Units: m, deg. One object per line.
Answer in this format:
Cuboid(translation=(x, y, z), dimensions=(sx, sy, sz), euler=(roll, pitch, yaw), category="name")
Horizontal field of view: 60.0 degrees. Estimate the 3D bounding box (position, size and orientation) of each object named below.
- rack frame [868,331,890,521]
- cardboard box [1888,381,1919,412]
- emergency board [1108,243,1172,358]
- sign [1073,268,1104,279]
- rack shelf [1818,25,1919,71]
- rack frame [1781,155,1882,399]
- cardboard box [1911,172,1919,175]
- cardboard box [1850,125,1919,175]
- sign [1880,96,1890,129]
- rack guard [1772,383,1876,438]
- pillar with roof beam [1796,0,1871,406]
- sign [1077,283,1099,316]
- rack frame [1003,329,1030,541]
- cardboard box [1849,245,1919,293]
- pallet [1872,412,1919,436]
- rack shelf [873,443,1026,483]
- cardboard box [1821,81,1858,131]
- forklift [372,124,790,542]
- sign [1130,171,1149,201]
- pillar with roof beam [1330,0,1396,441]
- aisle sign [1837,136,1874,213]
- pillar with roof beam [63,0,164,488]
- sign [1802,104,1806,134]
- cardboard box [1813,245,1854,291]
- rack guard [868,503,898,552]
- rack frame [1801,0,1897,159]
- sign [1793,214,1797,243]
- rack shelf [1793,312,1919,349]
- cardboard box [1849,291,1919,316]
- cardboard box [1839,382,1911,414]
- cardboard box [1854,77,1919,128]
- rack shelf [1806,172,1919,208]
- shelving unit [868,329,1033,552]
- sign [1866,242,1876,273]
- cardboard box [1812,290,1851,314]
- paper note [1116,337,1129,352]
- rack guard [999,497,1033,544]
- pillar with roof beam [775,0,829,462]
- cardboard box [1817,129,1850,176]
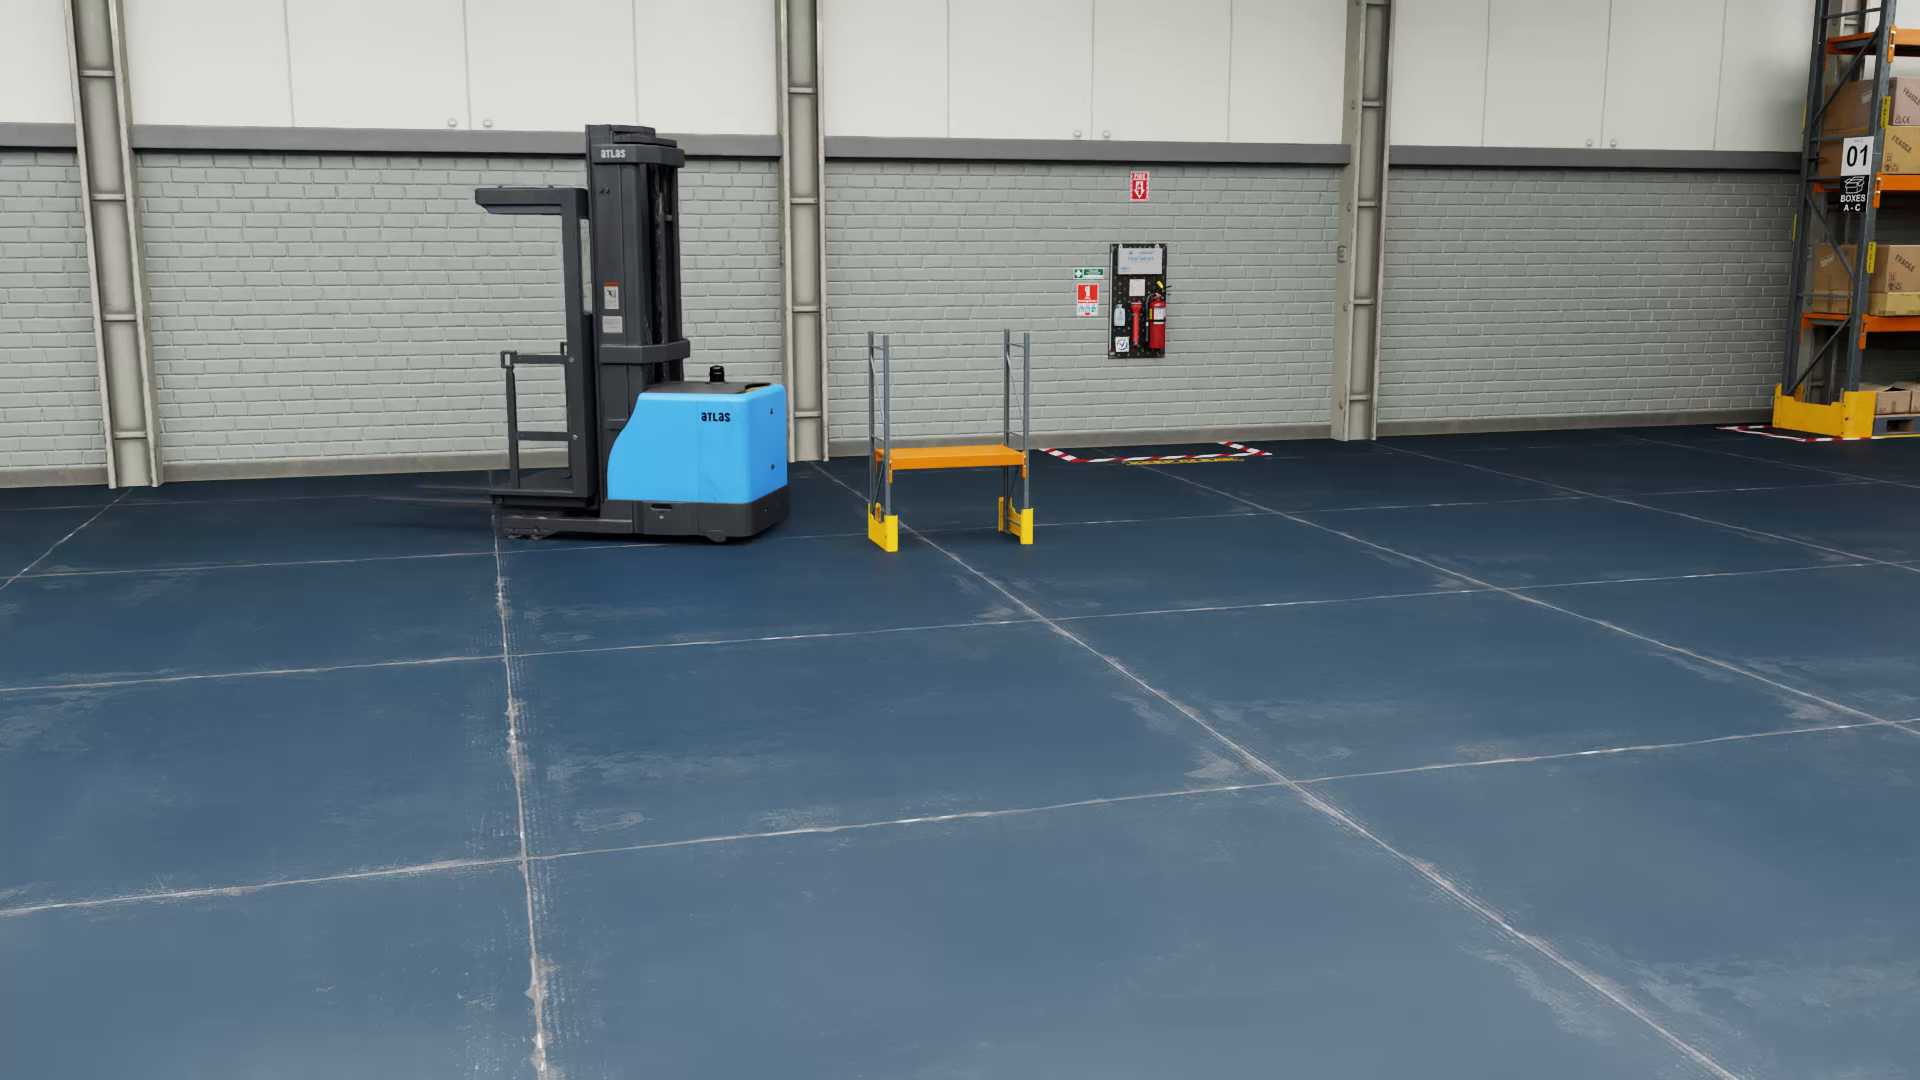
Cuboid(translation=(-0.570, -0.708, 11.748), dimensions=(0.032, 1.500, 0.500), euler=(-3, 11, -16), category="rack frame")
Cuboid(translation=(10.817, -1.630, 18.825), dimensions=(0.500, 0.311, 0.500), euler=(-2, 11, -11), category="cardboard box")
Cuboid(translation=(1.866, -2.451, 17.076), dimensions=(0.643, 1.169, 0.194), euler=(-3, 11, -16), category="emergency board")
Cuboid(translation=(1.314, -2.718, 16.963), dimensions=(0.331, 0.109, 0.001), euler=(-3, 11, -16), category="sign")
Cuboid(translation=(11.501, -5.384, 18.431), dimensions=(4.000, 0.370, 1.077), euler=(-3, 11, -16), category="rack shelf")
Cuboid(translation=(9.580, -2.687, 18.359), dimensions=(0.127, 3.000, 1.000), euler=(-3, 11, -16), category="rack frame")
Cuboid(translation=(10.497, -4.216, 18.047), dimensions=(0.500, 0.500, 0.500), euler=(-2, 11, -12), category="cardboard box")
Cuboid(translation=(9.971, -4.195, 17.933), dimensions=(0.500, 0.500, 0.500), euler=(-3, 11, -14), category="cardboard box")
Cuboid(translation=(9.732, -4.498, 17.496), dimensions=(0.005, 0.325, 0.100), euler=(-3, 11, -16), category="sign")
Cuboid(translation=(9.653, -1.462, 18.607), dimensions=(0.348, 0.500, 1.175), euler=(-3, 11, -16), category="rack guard")
Cuboid(translation=(11.214, -5.075, 14.760), dimensions=(0.400, 9.000, 9.100), euler=(-3, 11, -16), category="pillar with roof beam")
Cuboid(translation=(1.307, -2.459, 17.018), dimensions=(0.234, 0.329, 0.001), euler=(-3, 11, -16), category="sign")
Cuboid(translation=(0.406, -0.759, 12.027), dimensions=(0.032, 1.500, 0.500), euler=(-3, 11, -16), category="rack frame")
Cuboid(translation=(10.123, -2.964, 18.151), dimensions=(0.500, 0.500, 0.500), euler=(-3, 11, -16), category="cardboard box")
Cuboid(translation=(10.443, -1.355, 18.823), dimensions=(1.213, 0.211, 1.003), euler=(-3, 11, -16), category="pallet")
Cuboid(translation=(-0.082, -0.556, 11.920), dimensions=(1.000, 0.185, 0.538), euler=(-3, 11, -16), category="rack shelf")
Cuboid(translation=(9.921, -4.781, 18.352), dimensions=(0.500, 0.500, 0.500), euler=(-3, 11, -13), category="cardboard box")
Cuboid(translation=(-2.867, -1.536, 12.293), dimensions=(3.031, 2.935, 1.130), euler=(2, 11, 11), category="forklift")
Cuboid(translation=(1.831, -3.608, 16.958), dimensions=(0.199, 0.298, 0.001), euler=(-3, 11, -16), category="sign")
Cuboid(translation=(5.453, -4.772, 13.111), dimensions=(0.400, 9.000, 9.100), euler=(-3, 11, -16), category="pillar with roof beam")
Cuboid(translation=(9.595, -3.910, 17.821), dimensions=(0.004, 0.787, 0.394), euler=(-3, 11, -16), category="aisle sign")
Cuboid(translation=(-6.069, -4.164, 9.812), dimensions=(0.400, 9.000, 9.100), euler=(-3, 11, -16), category="pillar with roof beam")
Cuboid(translation=(9.444, -4.696, 18.537), dimensions=(0.005, 0.325, 0.100), euler=(-3, 11, -16), category="sign")
Cuboid(translation=(9.974, -3.053, 18.634), dimensions=(0.500, 0.500, 0.500), euler=(-3, 11, -17), category="cardboard box")
Cuboid(translation=(-0.551, -0.094, 11.866), dimensions=(0.087, 0.250, 0.587), euler=(-3, 11, -16), category="rack guard")
Cuboid(translation=(9.580, -5.638, 17.816), dimensions=(0.127, 3.000, 1.000), euler=(-3, 11, -16), category="rack frame")
Cuboid(translation=(9.444, -3.510, 18.756), dimensions=(0.005, 0.325, 0.100), euler=(-3, 11, -16), category="sign")
Cuboid(translation=(11.501, -2.435, 18.974), dimensions=(4.000, 0.370, 1.077), euler=(-3, 11, -16), category="rack shelf")
Cuboid(translation=(10.138, -2.593, 18.205), dimensions=(0.500, 0.250, 0.500), euler=(-3, 11, -18), category="cardboard box")
Cuboid(translation=(10.270, -1.601, 18.668), dimensions=(0.500, 0.311, 0.500), euler=(-4, 11, -22), category="cardboard box")
Cuboid(translation=(10.018, -4.691, 17.863), dimensions=(0.500, 0.500, 0.500), euler=(-4, 11, -20), category="cardboard box")
Cuboid(translation=(11.501, -3.910, 18.703), dimensions=(4.000, 0.370, 1.077), euler=(-3, 11, -16), category="rack shelf")
Cuboid(translation=(-0.073, -0.734, 11.890), dimensions=(1.083, 1.500, 0.587), euler=(-3, 11, -16), category="shelving unit")
Cuboid(translation=(9.732, -3.019, 17.769), dimensions=(0.005, 0.325, 0.100), euler=(-3, 11, -16), category="sign")
Cuboid(translation=(9.975, -2.681, 18.683), dimensions=(0.500, 0.250, 0.500), euler=(-3, 11, -15), category="cardboard box")
Cuboid(translation=(1.677, -2.021, 17.172), dimensions=(0.142, 0.148, 0.016), euler=(-3, 11, -16), category="paper note")
Cuboid(translation=(0.405, -0.144, 12.140), dimensions=(0.087, 0.250, 0.587), euler=(-3, 11, -16), category="rack guard")
Cuboid(translation=(-0.308, -4.468, 11.462), dimensions=(0.400, 9.000, 9.100), euler=(-3, 11, -16), category="pillar with roof beam")
Cuboid(translation=(9.910, -4.287, 18.431), dimensions=(0.500, 0.500, 0.500), euler=(-2, 11, -12), category="cardboard box")
